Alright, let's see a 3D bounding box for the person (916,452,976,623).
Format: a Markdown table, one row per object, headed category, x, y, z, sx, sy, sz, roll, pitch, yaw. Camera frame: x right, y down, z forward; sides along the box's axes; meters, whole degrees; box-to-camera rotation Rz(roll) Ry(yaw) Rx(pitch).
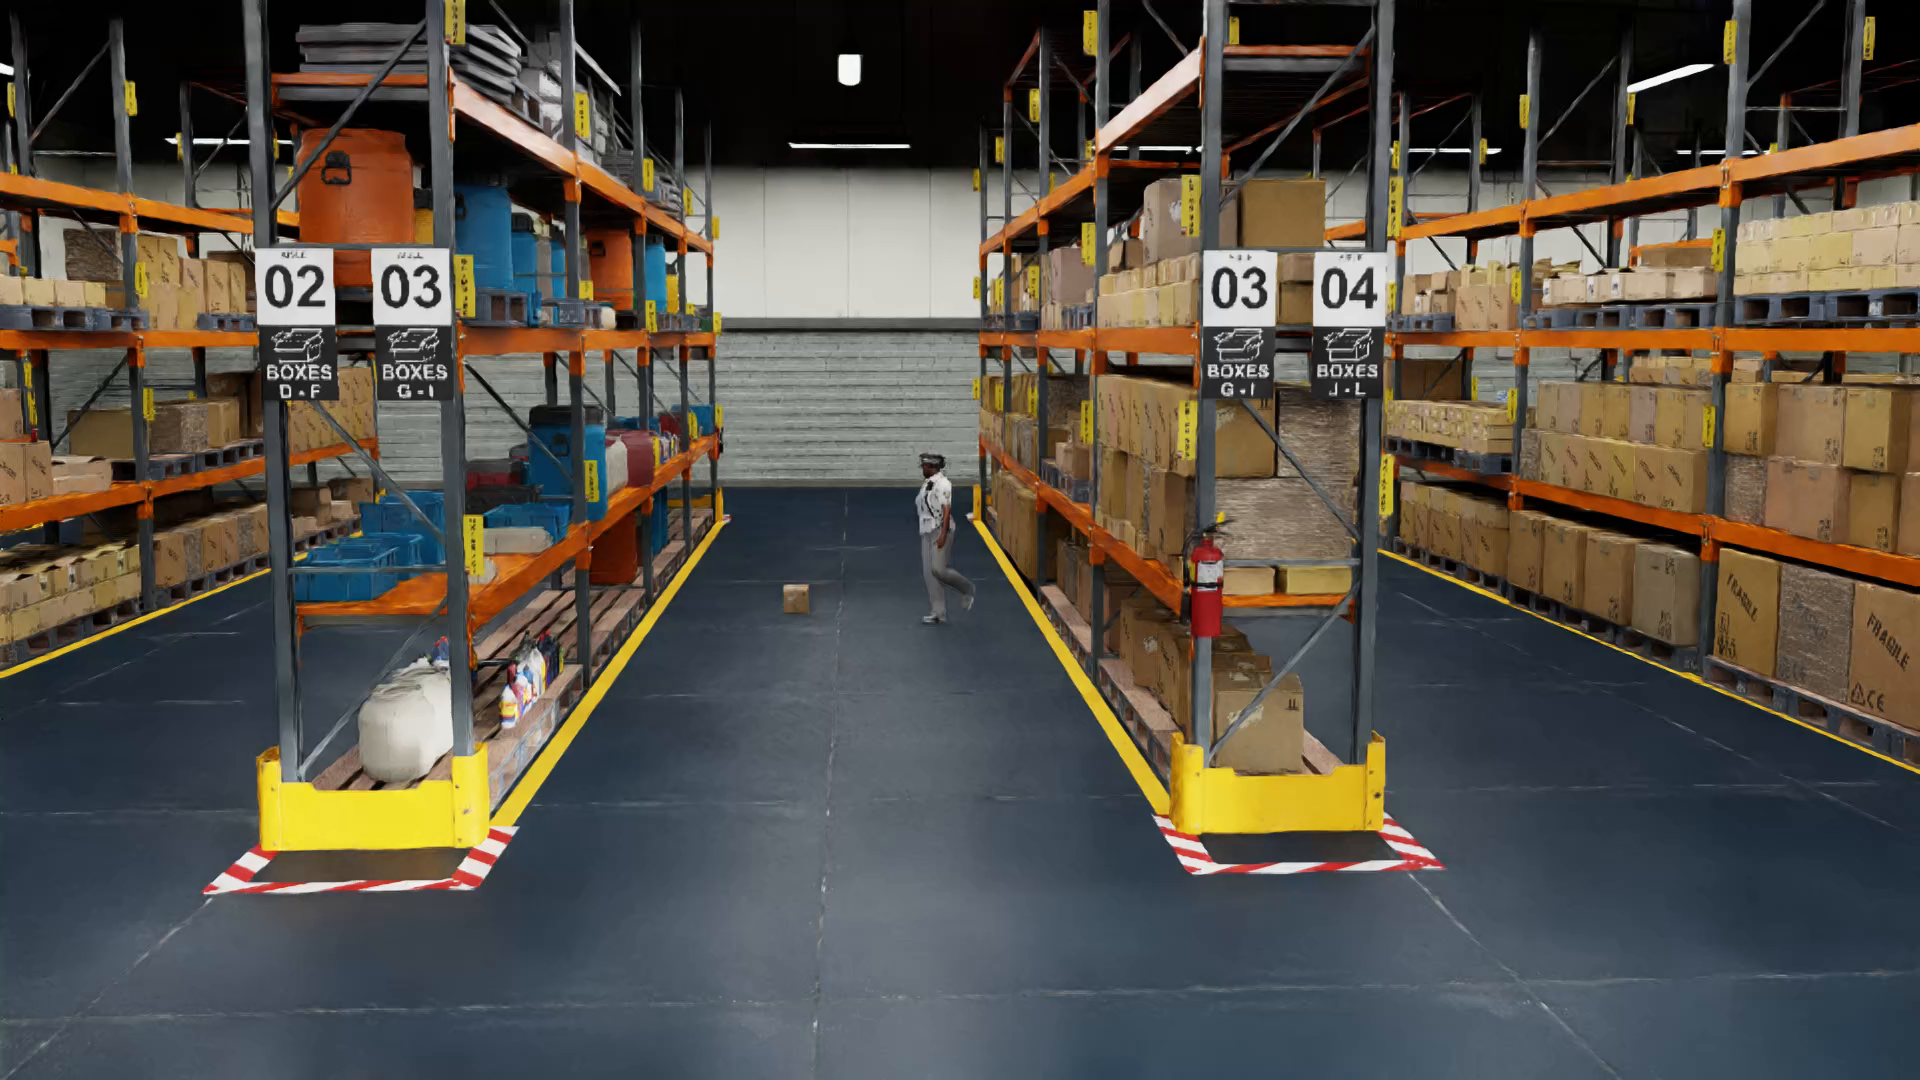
| category | x | y | z | sx | sy | sz | roll | pitch | yaw |
| --- | --- | --- | --- | --- | --- | --- | --- | --- | --- |
| person | -0.192 | -0.034 | 16.151 | 0.621 | 1.629 | 0.540 | -4 | 8 | -32 |
